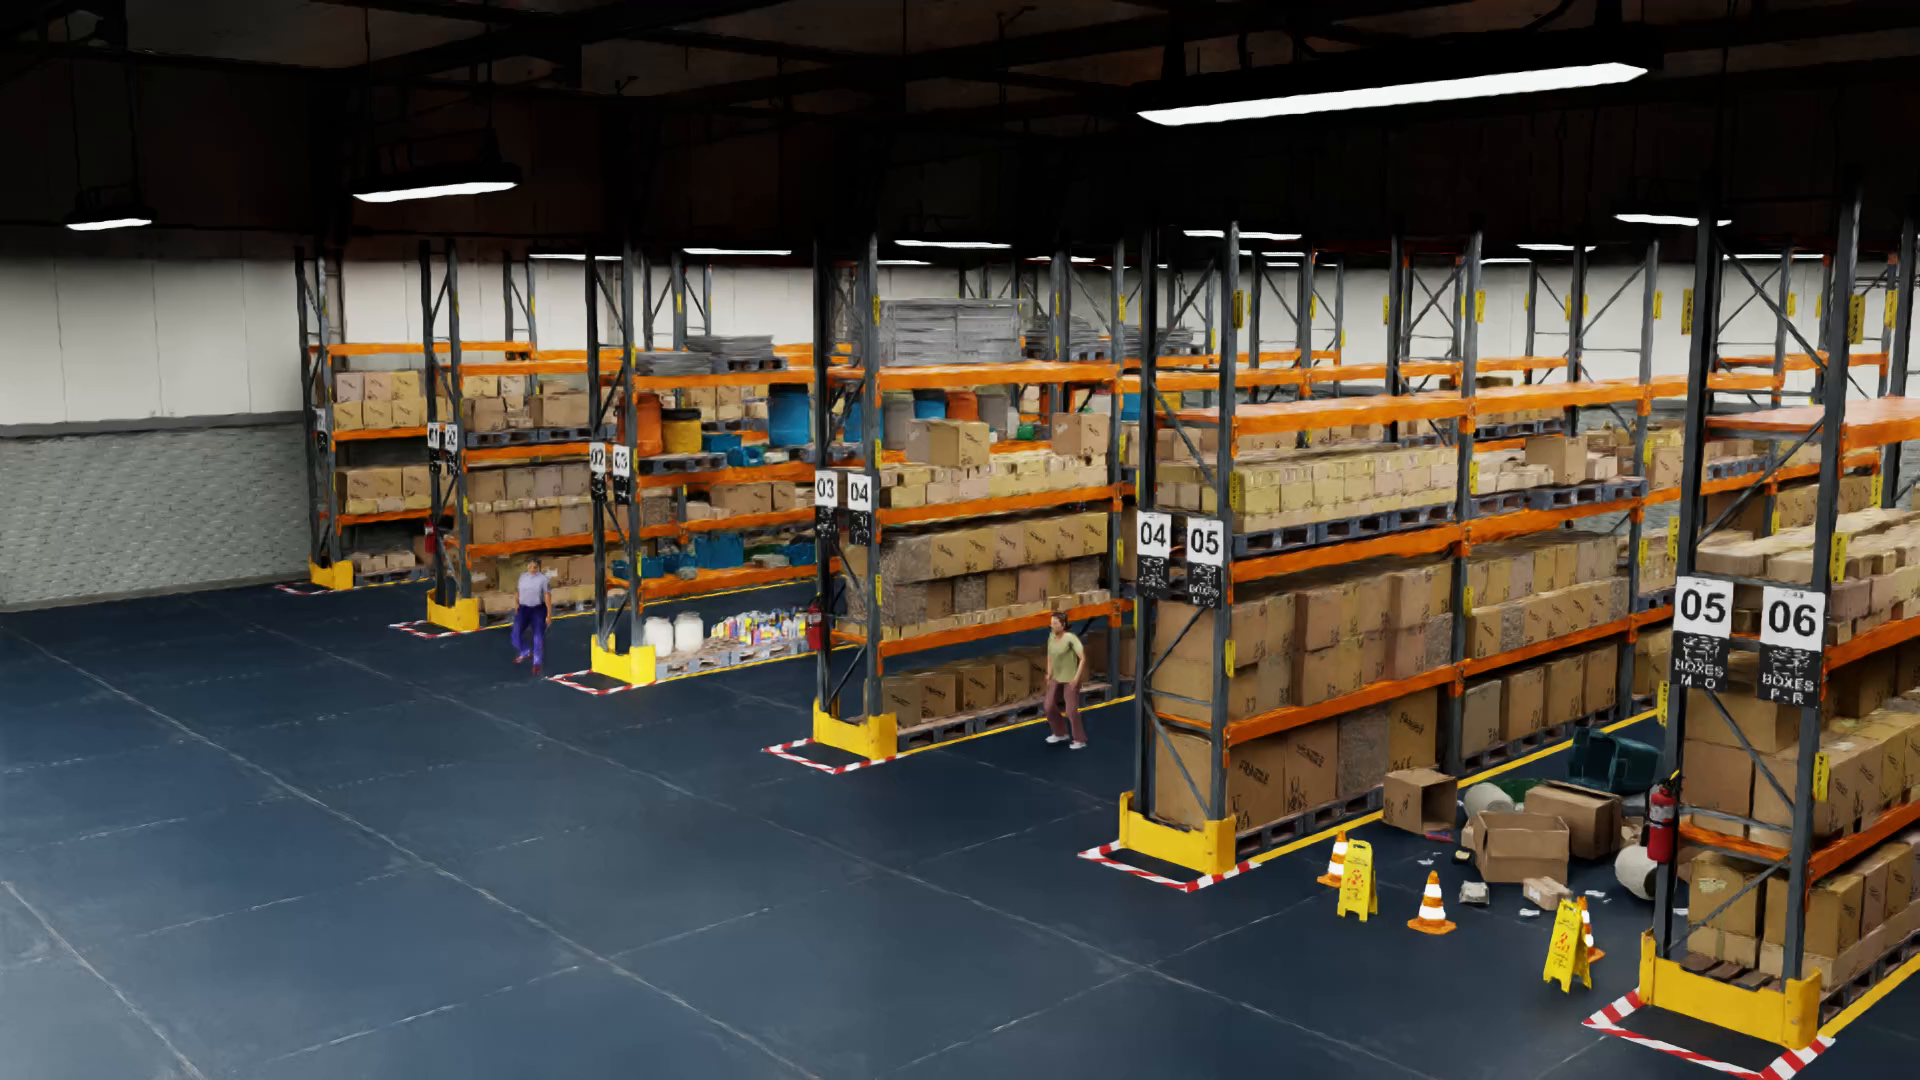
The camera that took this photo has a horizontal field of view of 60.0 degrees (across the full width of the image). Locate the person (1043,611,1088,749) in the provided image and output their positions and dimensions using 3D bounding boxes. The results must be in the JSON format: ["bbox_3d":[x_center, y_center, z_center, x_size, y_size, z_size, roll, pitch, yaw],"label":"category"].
[{"bbox_3d":[1.209,1.593,19.048,0.507,1.619,0.598,-8,12,-44],"label":"person"}]

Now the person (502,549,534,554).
[{"bbox_3d":[-7.767,0.073,29.219,0.448,1.618,0.997,7,11,38],"label":"person"}]

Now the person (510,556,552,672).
[{"bbox_3d":[-5.952,1.009,23.023,0.675,1.619,0.503,1,8,9],"label":"person"}]

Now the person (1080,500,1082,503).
[{"bbox_3d":[2.768,-1.700,40.807,0.740,1.754,0.569,-1,8,-4],"label":"person"}]
